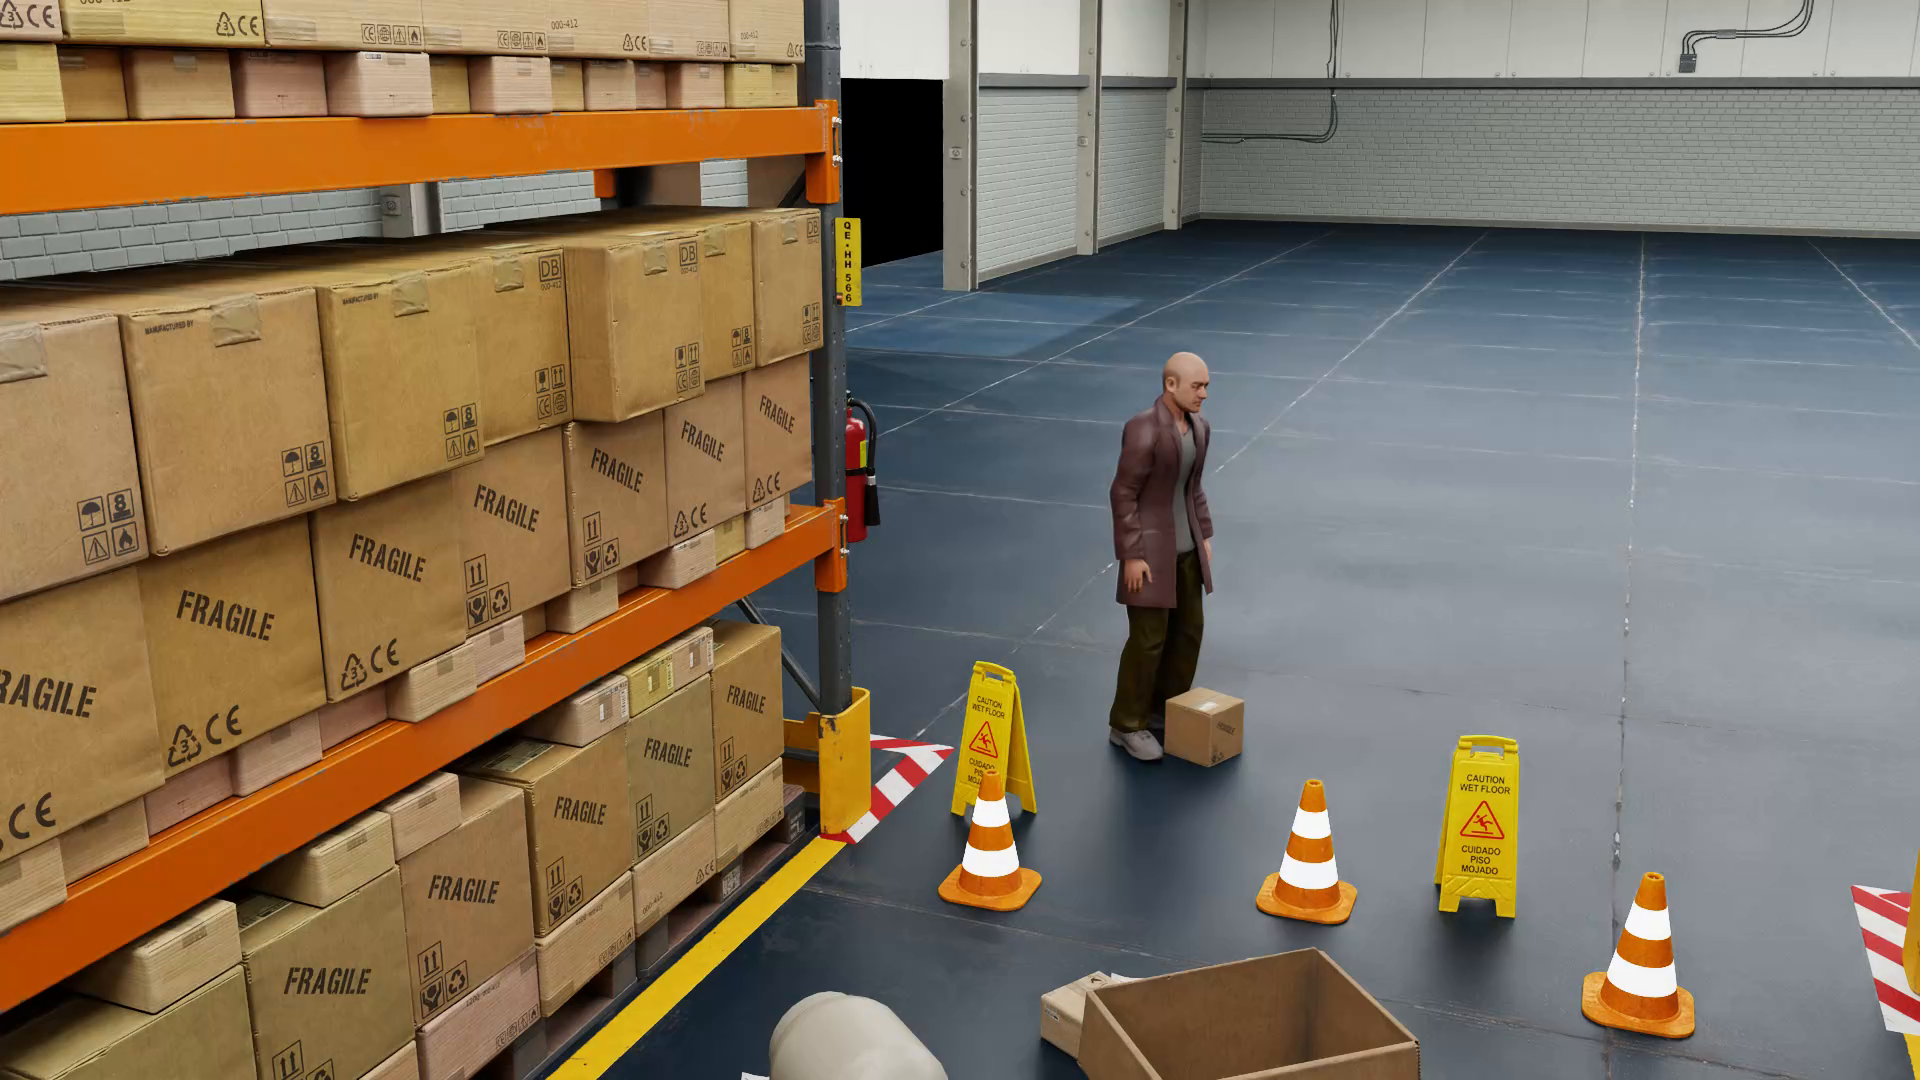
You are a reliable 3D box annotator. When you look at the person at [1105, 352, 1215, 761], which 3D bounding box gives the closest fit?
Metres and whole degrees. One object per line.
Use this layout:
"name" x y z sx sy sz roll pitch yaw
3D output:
"person" 0.907 0.049 7.369 0.640 1.773 0.427 -14 20 -42
